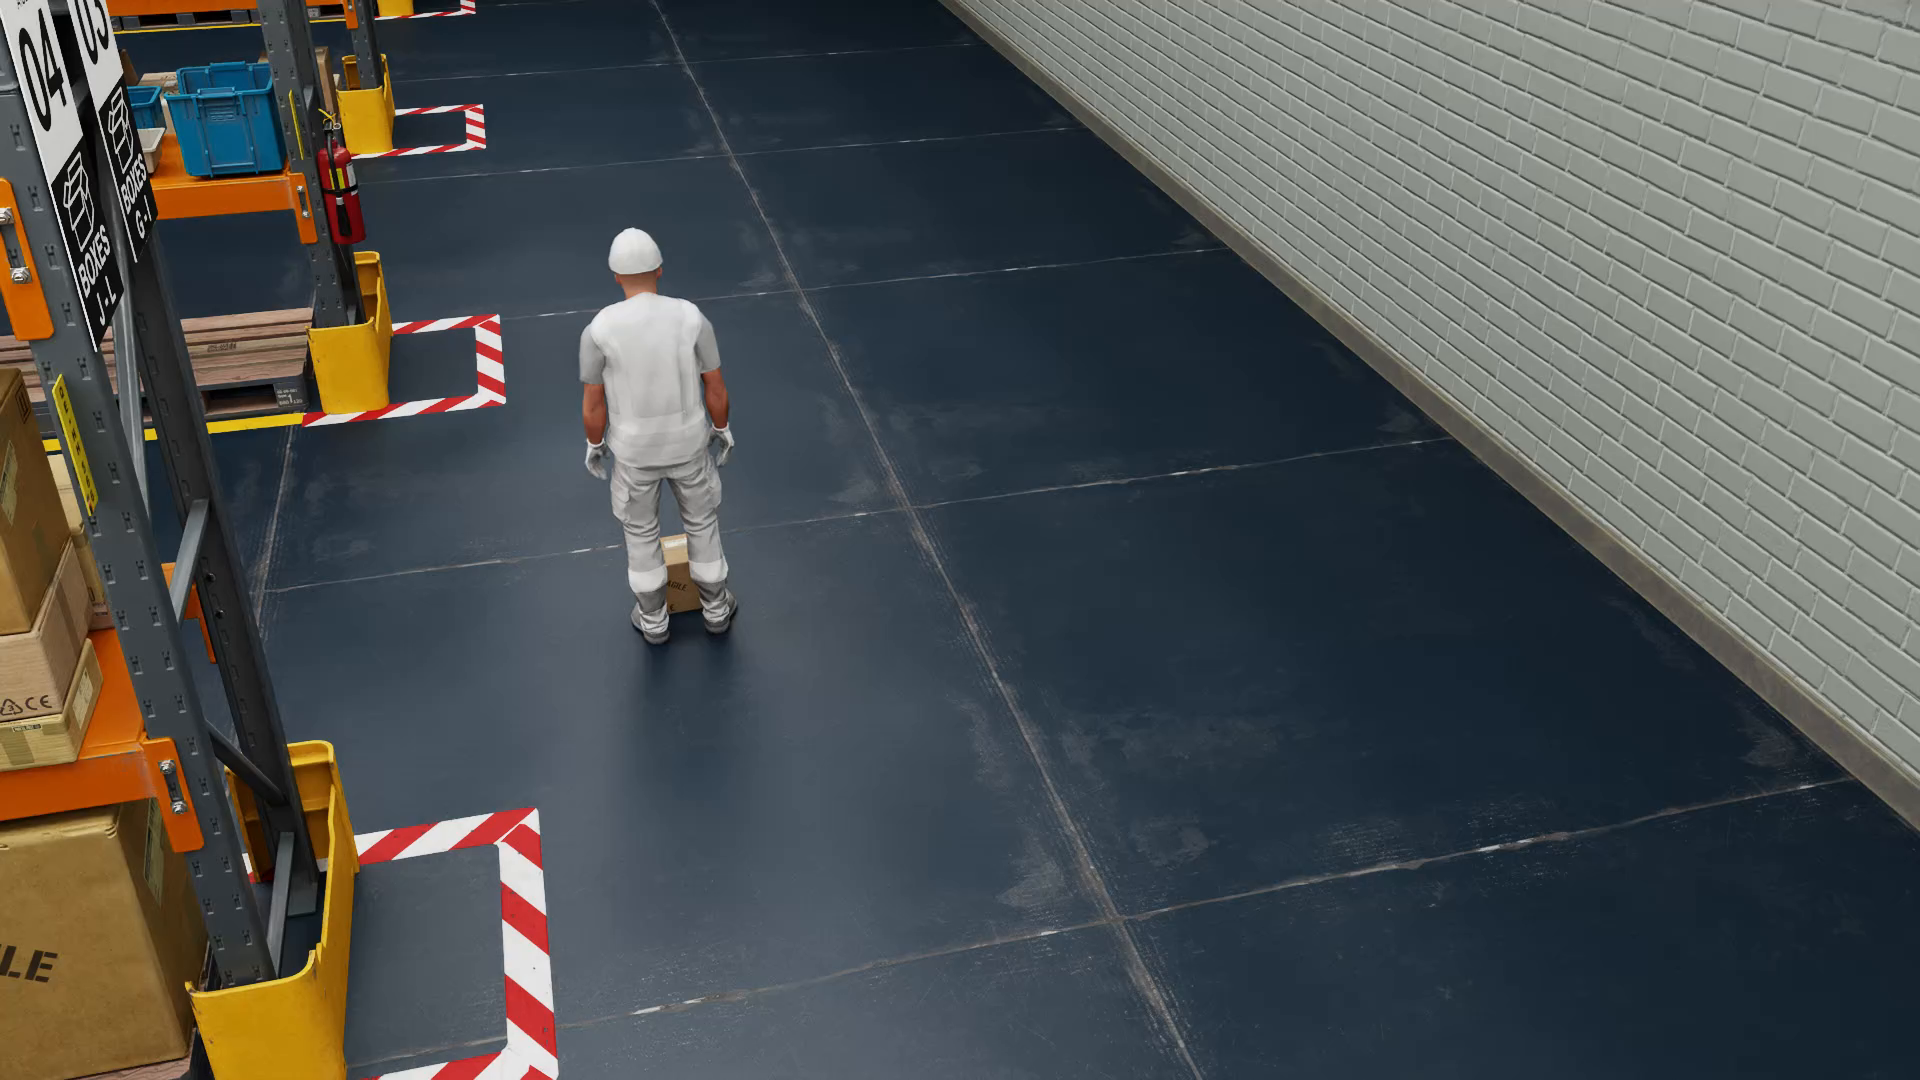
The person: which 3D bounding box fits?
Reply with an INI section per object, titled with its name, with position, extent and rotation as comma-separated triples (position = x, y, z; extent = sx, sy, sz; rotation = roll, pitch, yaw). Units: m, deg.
[person]
position = -1.226, -0.397, 6.801
extent = 0.609, 1.780, 0.448
rotation = -8, 31, -13
